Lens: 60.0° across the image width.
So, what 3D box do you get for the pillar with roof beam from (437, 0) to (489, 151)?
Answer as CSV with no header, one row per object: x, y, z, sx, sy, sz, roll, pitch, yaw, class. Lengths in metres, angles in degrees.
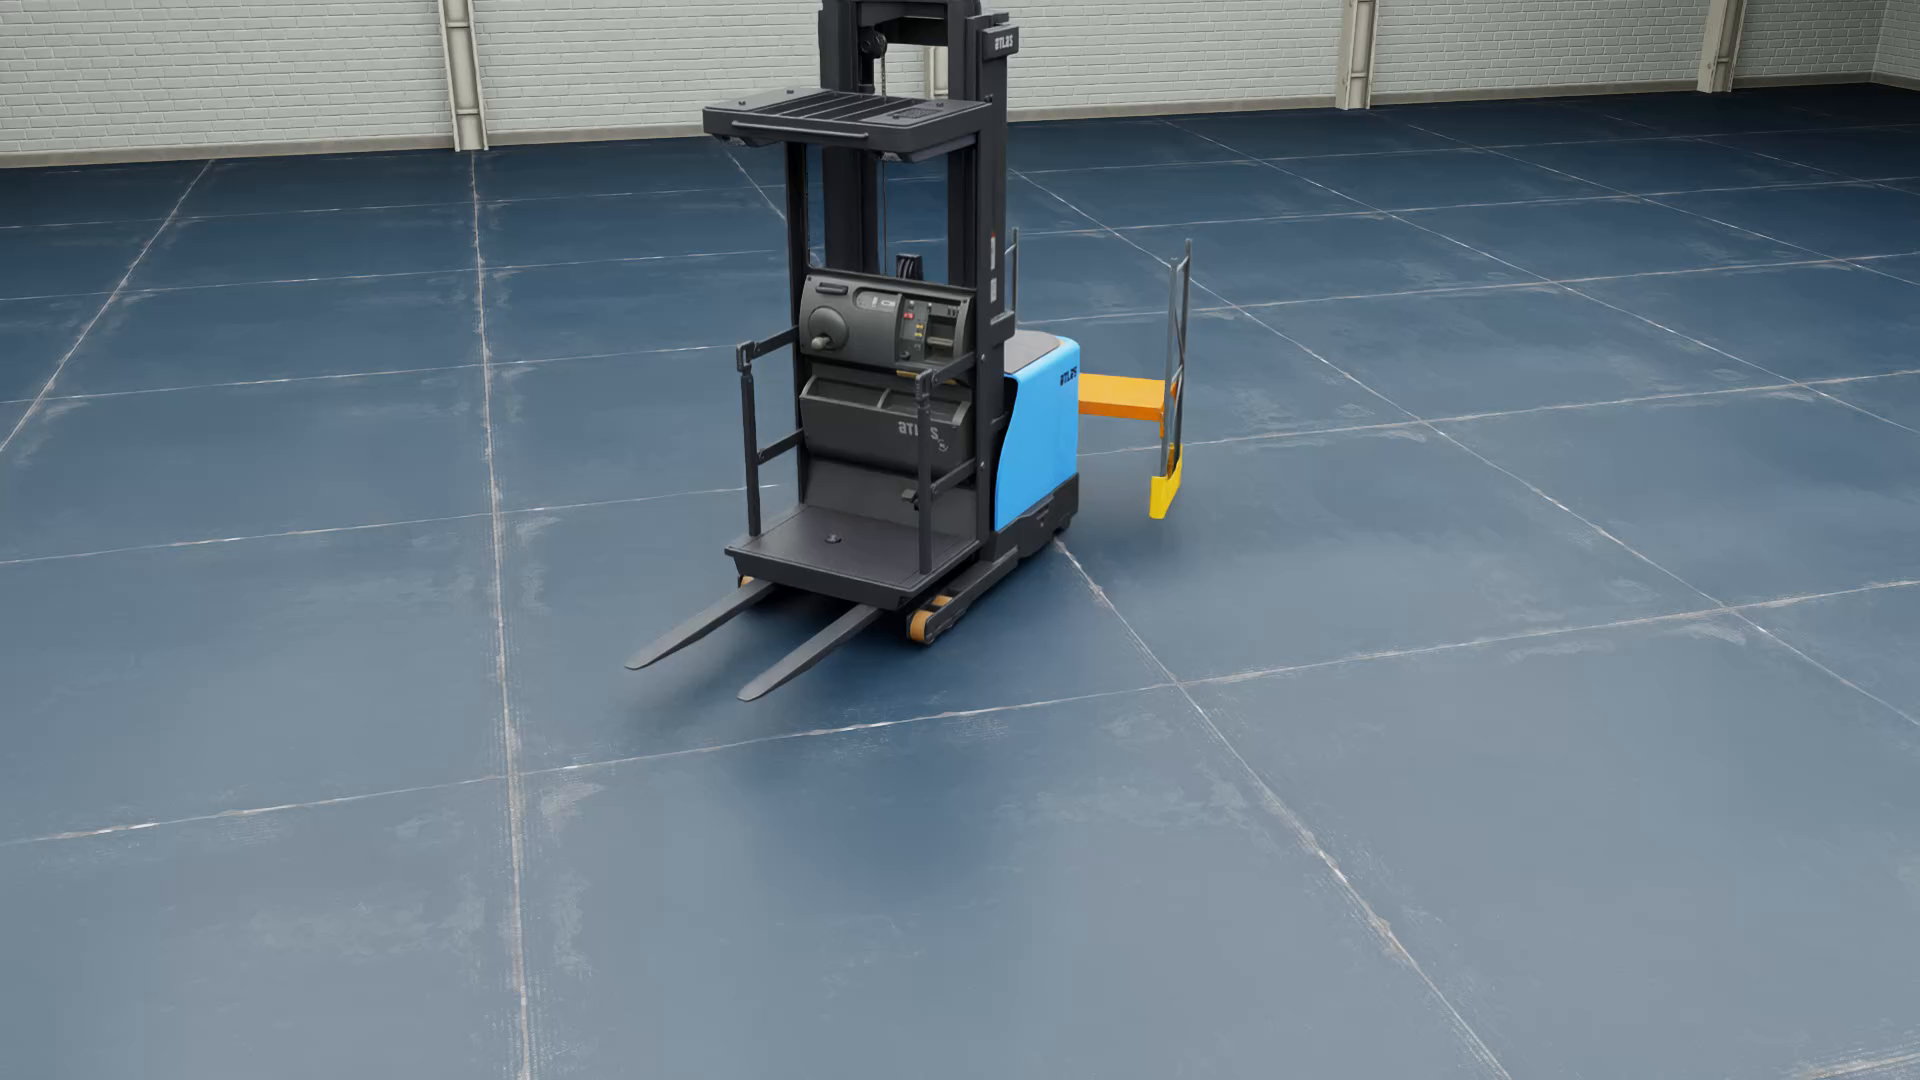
-4.856,-7.330,14.921,0.400,9.000,9.100,-6,24,-14,pillar with roof beam

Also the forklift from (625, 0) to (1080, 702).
-0.475,-1.042,7.963,1.130,2.935,3.031,12,26,26,forklift

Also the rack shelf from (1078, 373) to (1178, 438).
0.742,-0.817,9.707,1.000,0.185,0.538,7,24,16,rack shelf

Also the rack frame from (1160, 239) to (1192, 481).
1.228,-0.923,9.499,0.032,1.500,0.500,7,24,16,rack frame

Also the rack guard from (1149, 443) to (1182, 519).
1.209,-0.351,9.751,0.087,0.250,0.587,7,24,16,rack guard

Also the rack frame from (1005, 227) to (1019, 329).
0.256,-1.041,9.773,0.032,1.500,0.500,7,24,16,rack frame

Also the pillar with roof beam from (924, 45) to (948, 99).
0.921,-7.969,16.410,0.400,9.000,9.100,-6,24,-14,pillar with roof beam

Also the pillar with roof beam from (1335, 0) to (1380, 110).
6.698,-8.608,17.900,0.400,9.000,9.100,-6,24,-14,pillar with roof beam

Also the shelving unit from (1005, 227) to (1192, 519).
0.733,-0.983,9.639,1.083,1.500,0.587,7,24,16,shelving unit

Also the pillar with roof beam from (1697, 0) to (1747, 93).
12.475,-9.247,19.389,0.400,9.000,9.100,-6,24,-14,pillar with roof beam
